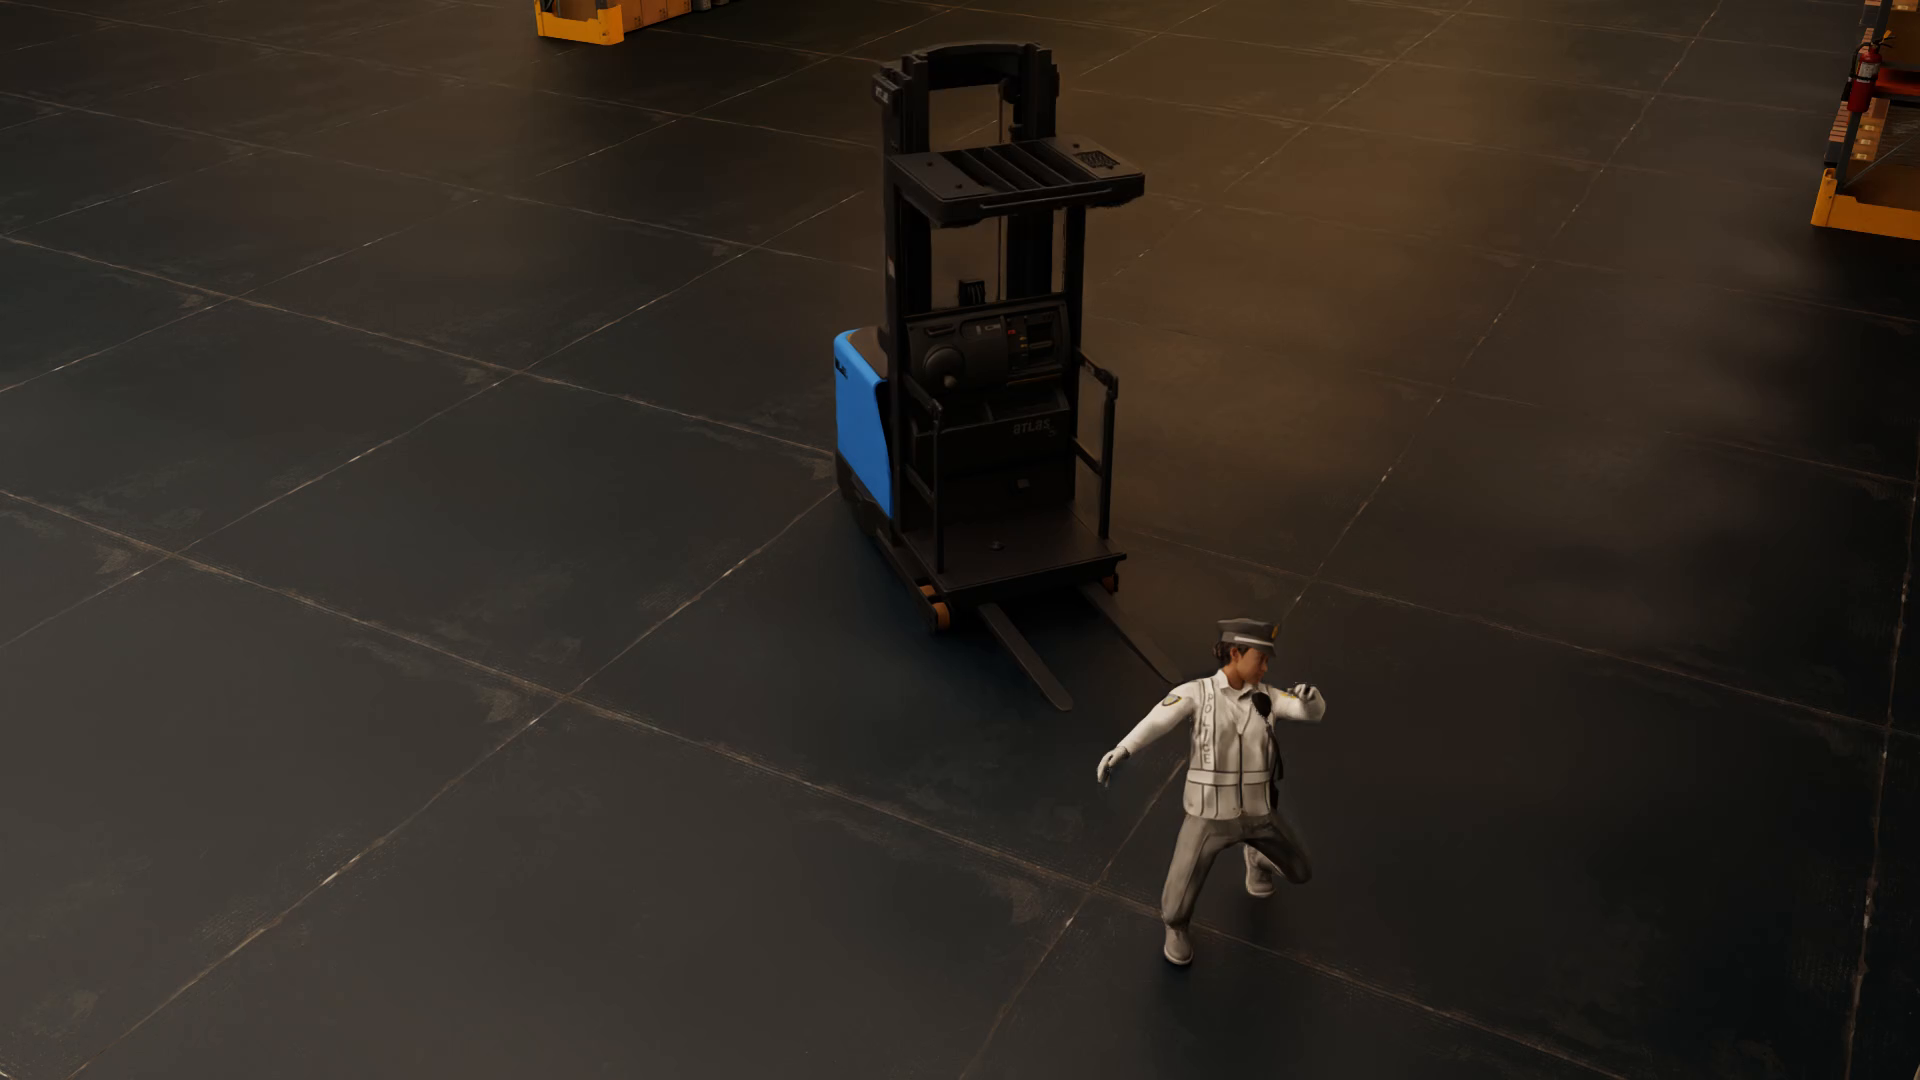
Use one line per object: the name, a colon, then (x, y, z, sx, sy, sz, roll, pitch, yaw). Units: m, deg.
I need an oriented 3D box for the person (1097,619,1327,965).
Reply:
person: (0.937, 1.060, 6.668, 1.003, 1.482, 0.736, -9, 31, -16)

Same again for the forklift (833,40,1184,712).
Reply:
forklift: (0.243, -1.004, 8.810, 1.130, 2.935, 3.031, -11, 32, -19)
